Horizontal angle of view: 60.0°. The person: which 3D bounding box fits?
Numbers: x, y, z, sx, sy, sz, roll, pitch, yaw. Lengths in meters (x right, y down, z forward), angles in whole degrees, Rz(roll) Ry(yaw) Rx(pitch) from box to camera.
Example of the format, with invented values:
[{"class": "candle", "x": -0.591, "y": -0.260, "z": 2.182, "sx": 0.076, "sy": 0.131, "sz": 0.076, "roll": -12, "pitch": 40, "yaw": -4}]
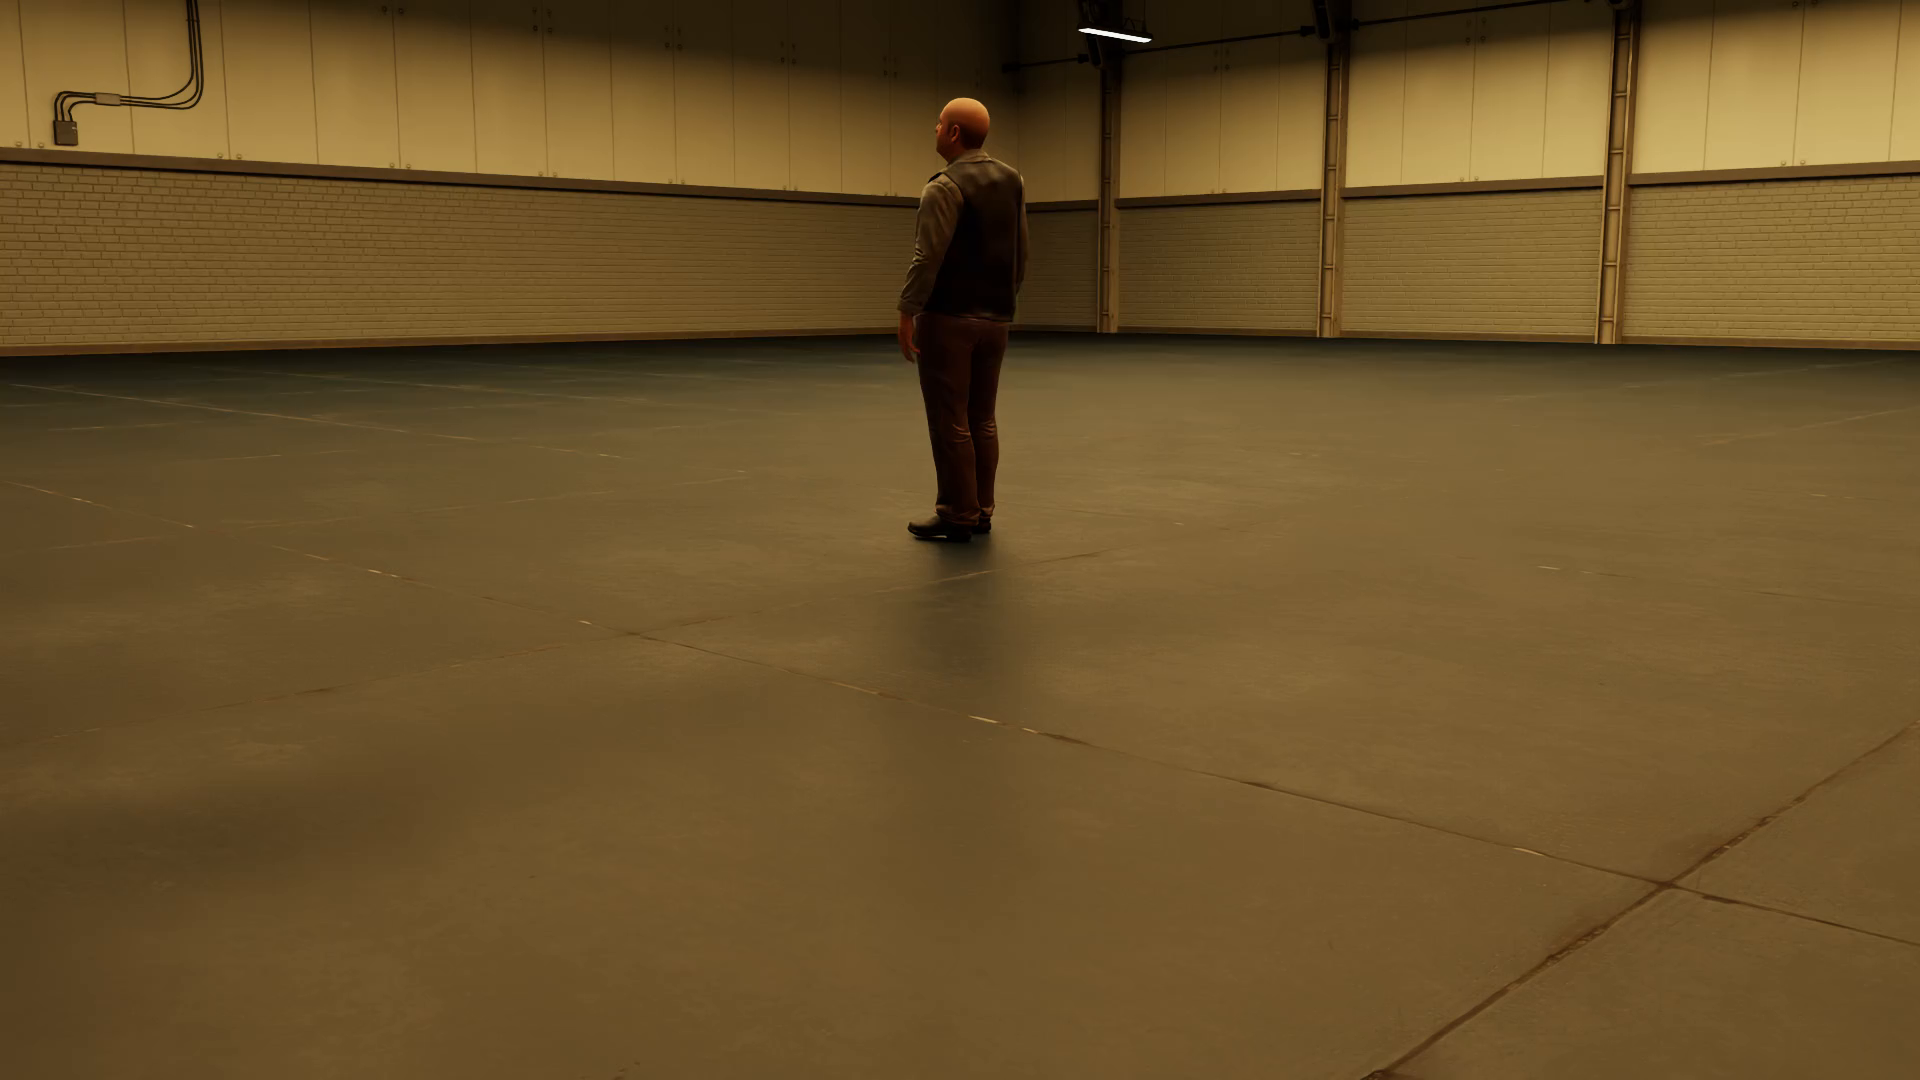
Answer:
[{"class": "person", "x": -0.045, "y": -0.867, "z": 6.642, "sx": 0.552, "sy": 1.720, "sz": 0.632, "roll": 8, "pitch": 12, "yaw": 43}]
